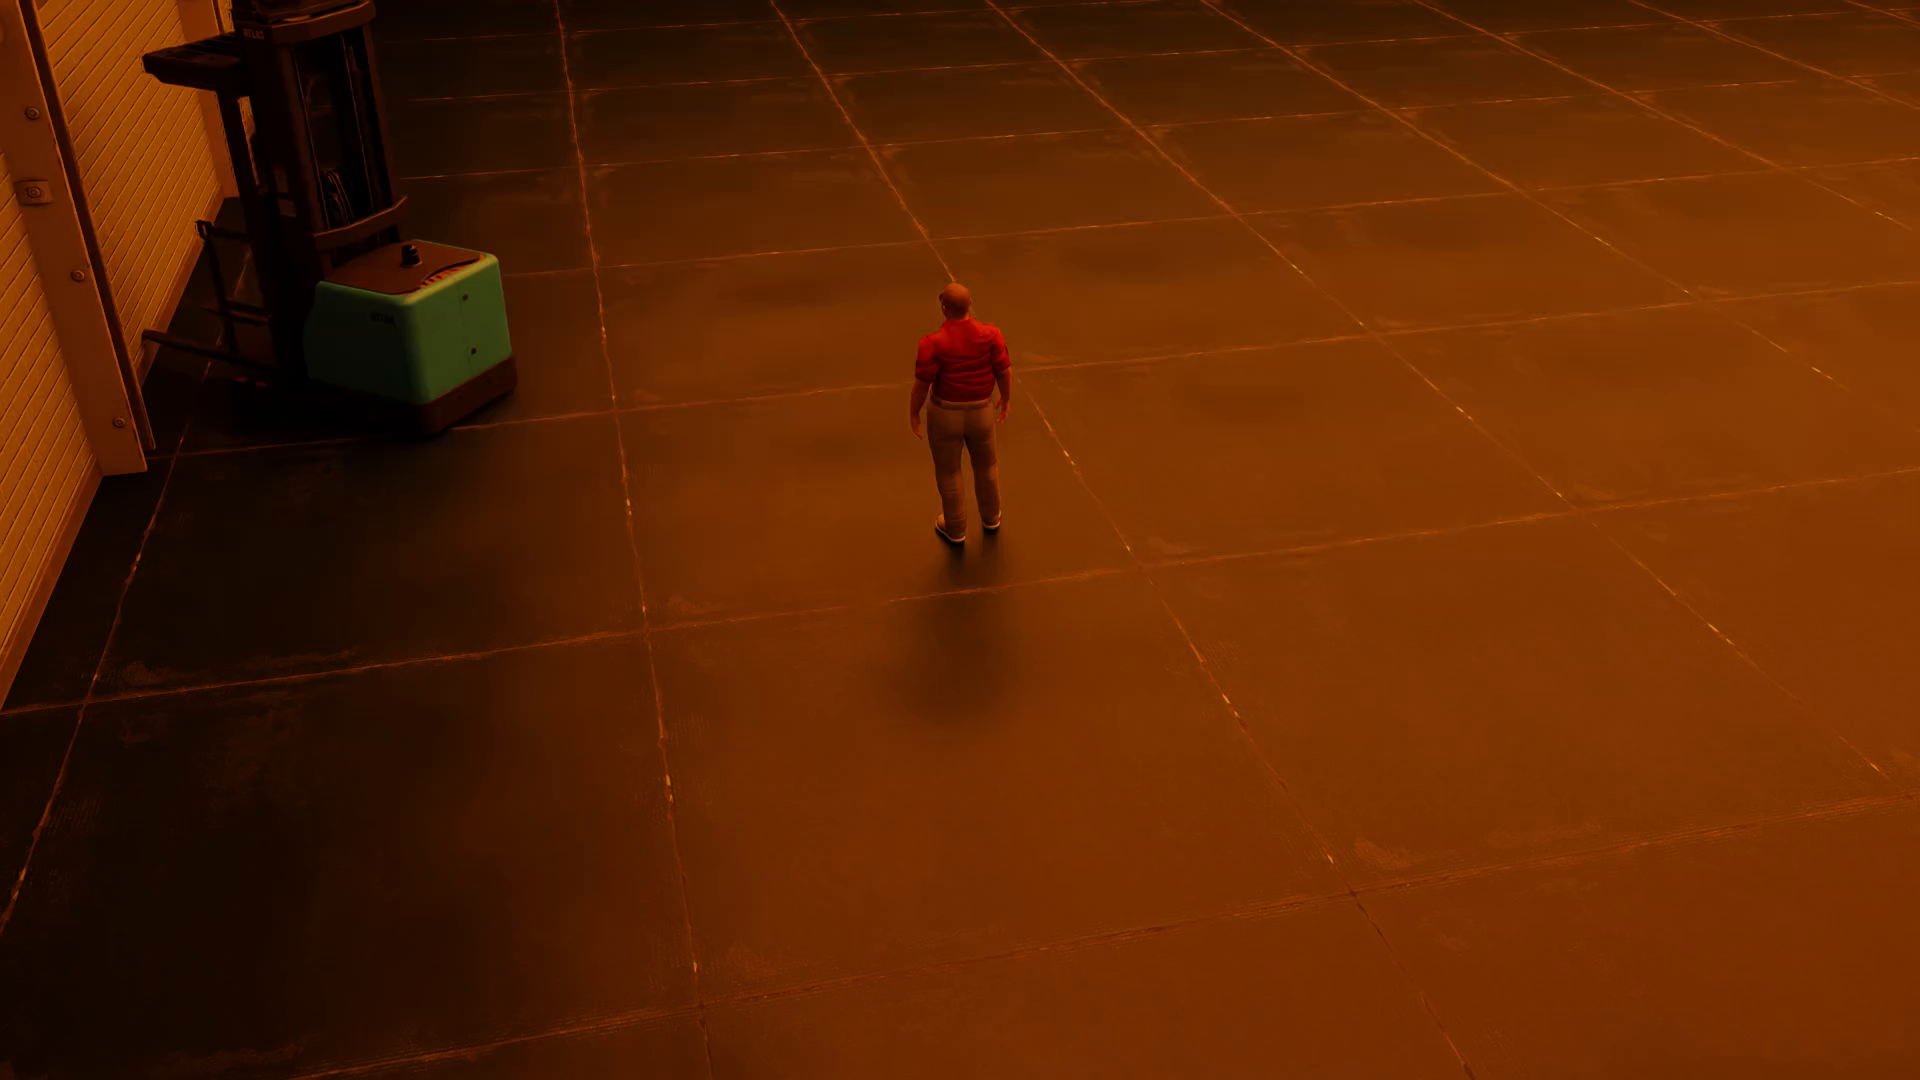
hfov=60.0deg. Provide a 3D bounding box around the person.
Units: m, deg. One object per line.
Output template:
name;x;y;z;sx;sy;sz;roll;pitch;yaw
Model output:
person;-0.010;-0.801;10.141;0.641;1.728;0.550;-7;31;-12

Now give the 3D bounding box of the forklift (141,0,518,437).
forklift;-4.840;-2.488;11.872;3.031;2.935;1.130;14;33;22
